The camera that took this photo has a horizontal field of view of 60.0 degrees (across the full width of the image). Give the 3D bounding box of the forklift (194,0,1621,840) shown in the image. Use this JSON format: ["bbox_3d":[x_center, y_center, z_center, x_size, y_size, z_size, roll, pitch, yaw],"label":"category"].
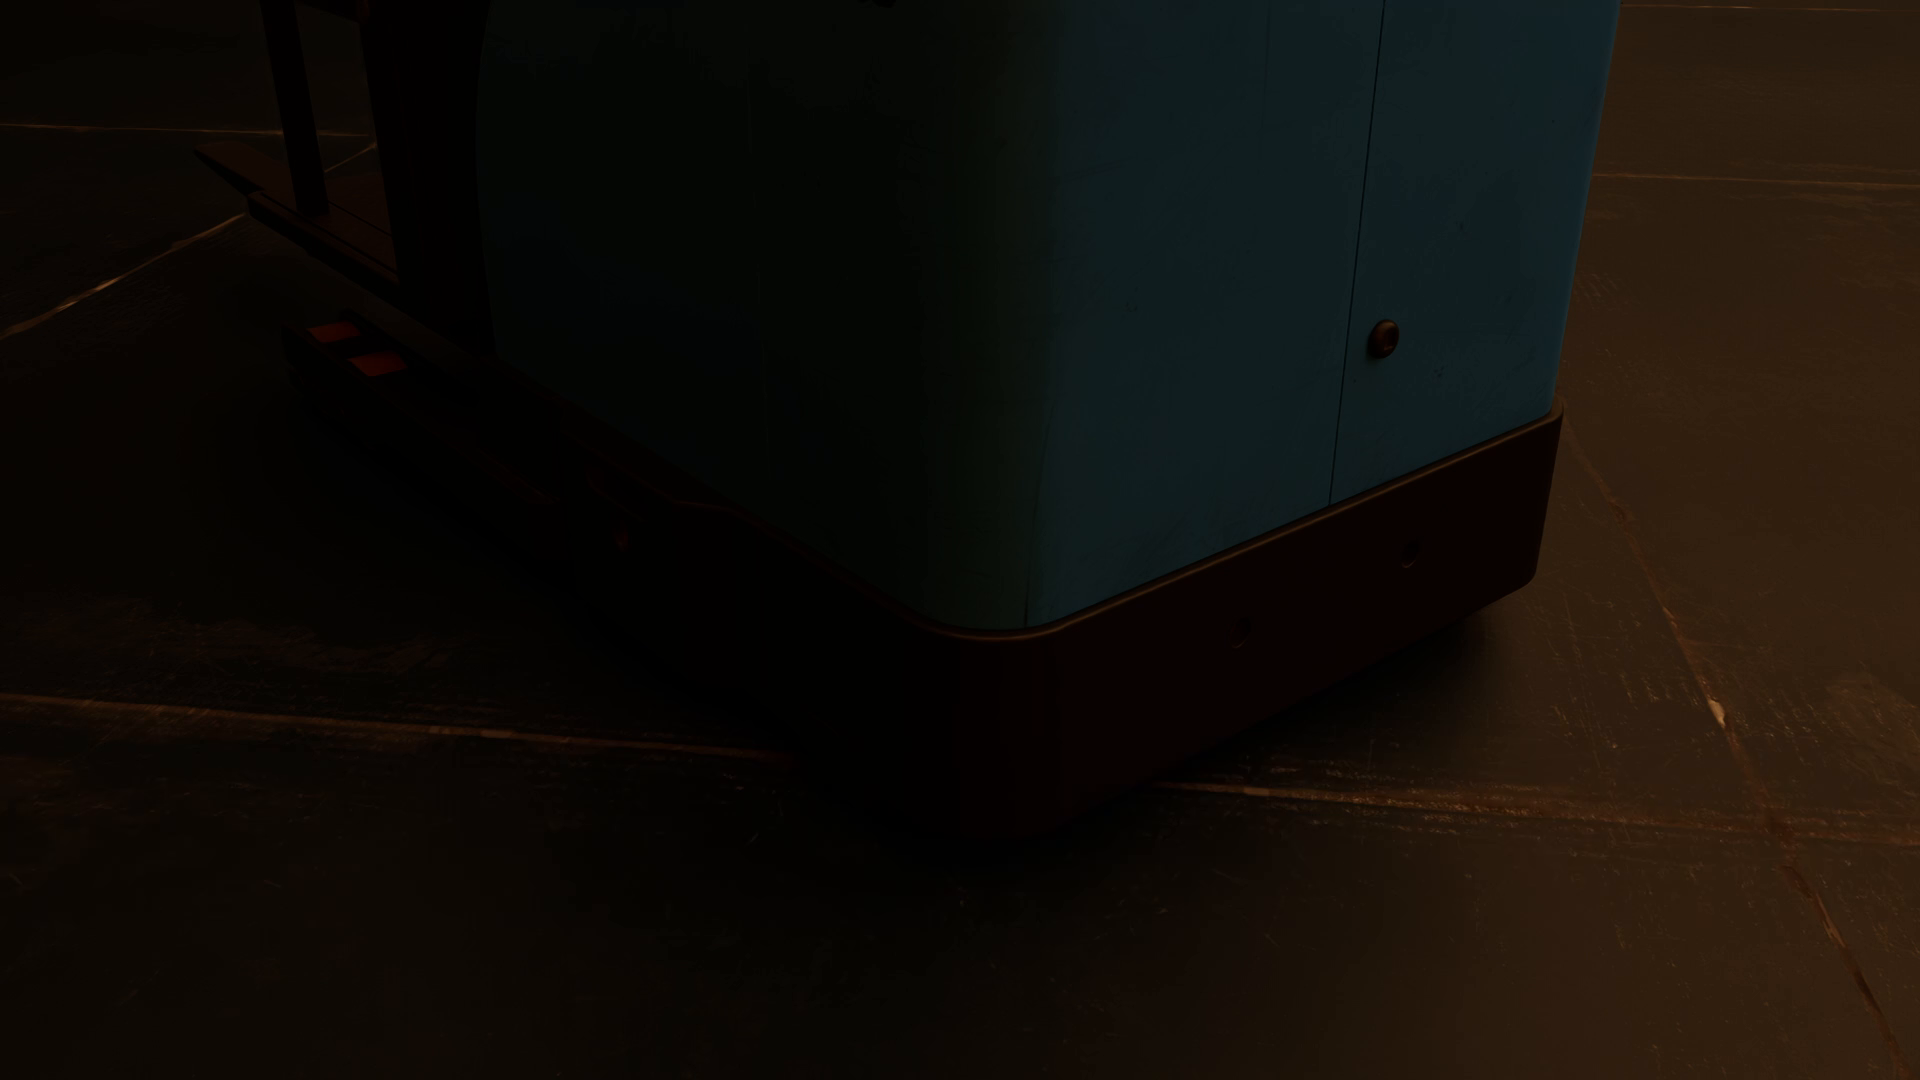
[{"bbox_3d":[-0.536,-1.588,2.400,1.130,2.935,3.031,-20,33,-35],"label":"forklift"}]
